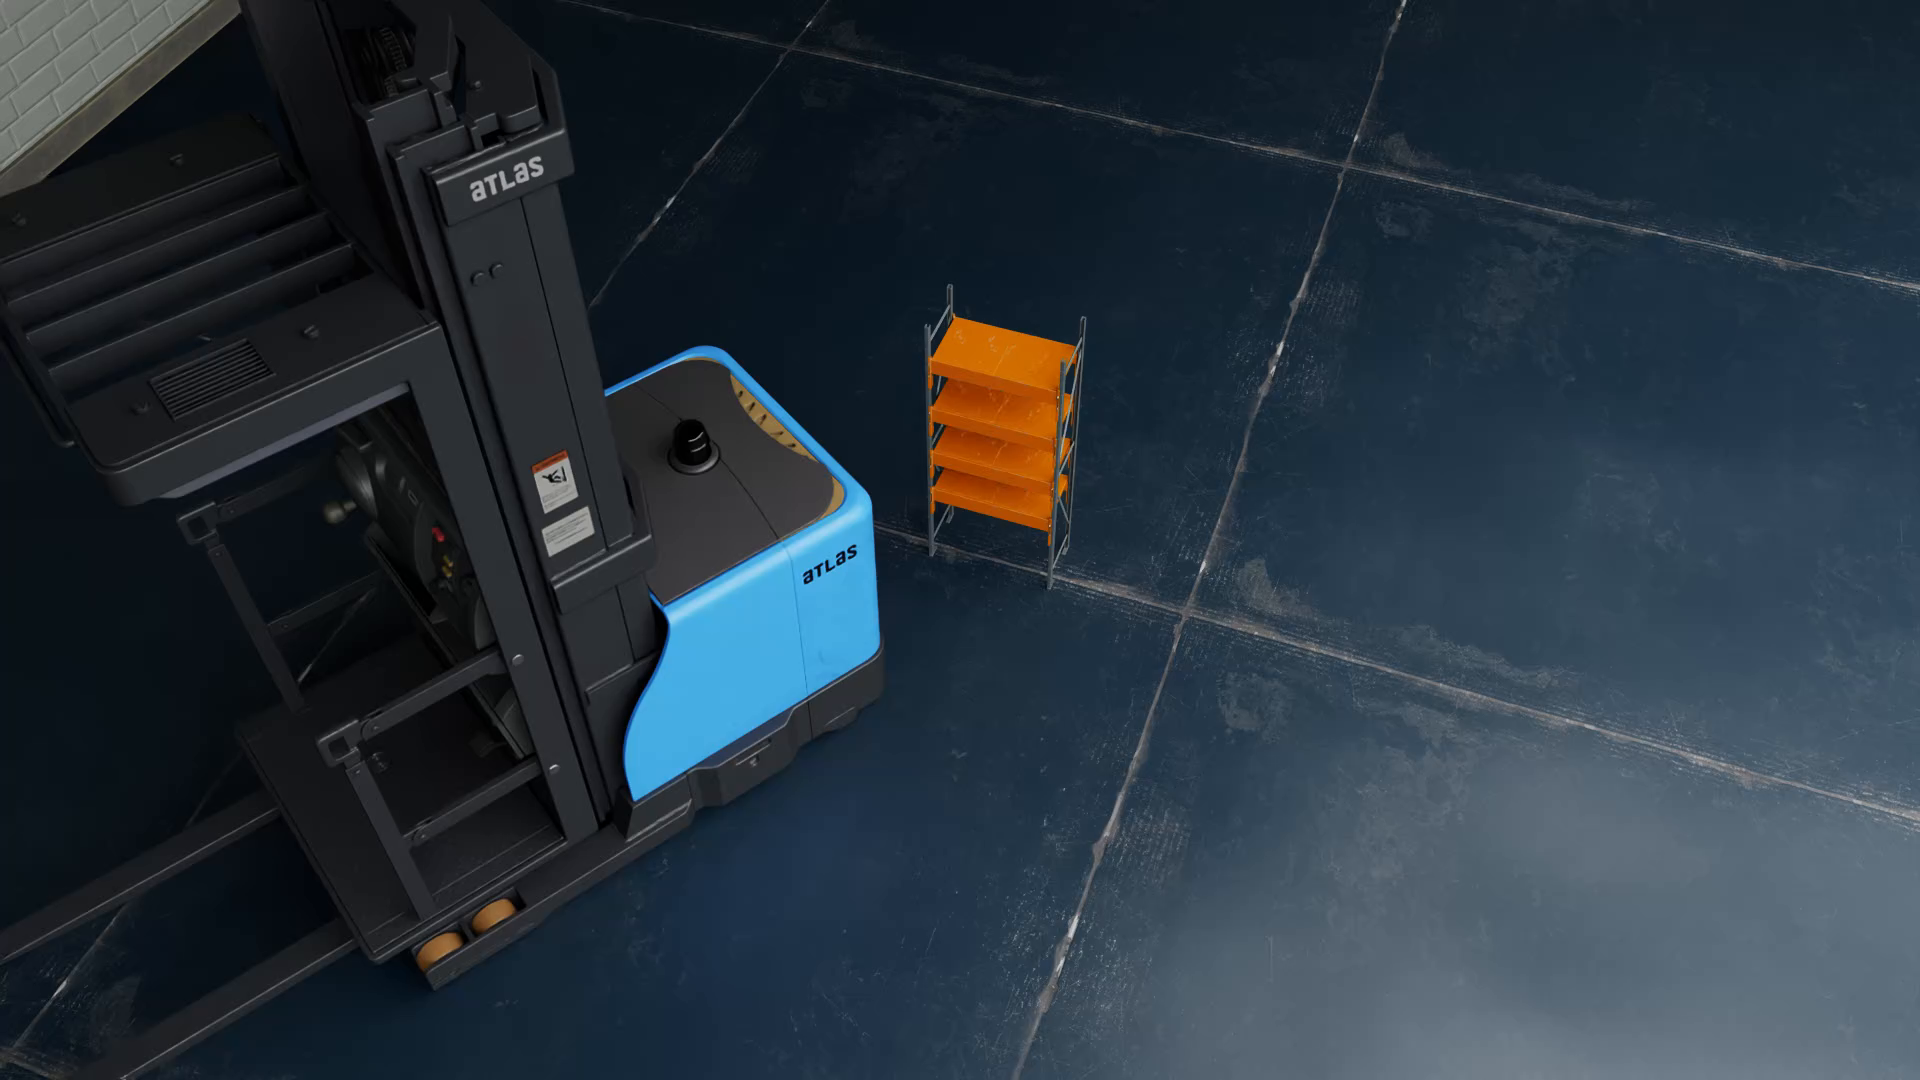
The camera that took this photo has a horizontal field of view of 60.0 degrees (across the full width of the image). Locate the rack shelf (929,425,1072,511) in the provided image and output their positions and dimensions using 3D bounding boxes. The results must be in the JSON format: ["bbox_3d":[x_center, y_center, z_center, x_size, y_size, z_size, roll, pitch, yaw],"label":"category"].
[{"bbox_3d":[0.155,-0.306,6.176,0.480,0.148,0.258,16,51,13],"label":"rack shelf"}]

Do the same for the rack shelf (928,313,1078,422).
[{"bbox_3d":[0.155,-0.607,5.829,0.480,0.148,0.258,16,51,13],"label":"rack shelf"}]

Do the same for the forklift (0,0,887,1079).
[{"bbox_3d":[-1.742,0.010,4.668,3.031,2.935,1.130,-30,56,-24],"label":"forklift"}]

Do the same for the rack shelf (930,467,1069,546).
[{"bbox_3d":[0.155,-0.176,6.326,0.480,0.148,0.258,16,51,13],"label":"rack shelf"}]

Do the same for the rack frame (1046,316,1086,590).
[{"bbox_3d":[0.384,-0.286,6.070,0.015,1.200,0.240,16,51,13],"label":"rack frame"}]

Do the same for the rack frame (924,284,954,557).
[{"bbox_3d":[-0.074,-0.414,6.181,0.015,1.200,0.240,16,51,13],"label":"rack frame"}]

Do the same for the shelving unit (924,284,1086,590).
[{"bbox_3d":[0.155,-0.350,6.126,0.503,1.200,0.258,16,51,13],"label":"shelving unit"}]

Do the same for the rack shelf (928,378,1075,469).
[{"bbox_3d":[0.155,-0.452,6.007,0.480,0.148,0.258,16,51,13],"label":"rack shelf"}]
